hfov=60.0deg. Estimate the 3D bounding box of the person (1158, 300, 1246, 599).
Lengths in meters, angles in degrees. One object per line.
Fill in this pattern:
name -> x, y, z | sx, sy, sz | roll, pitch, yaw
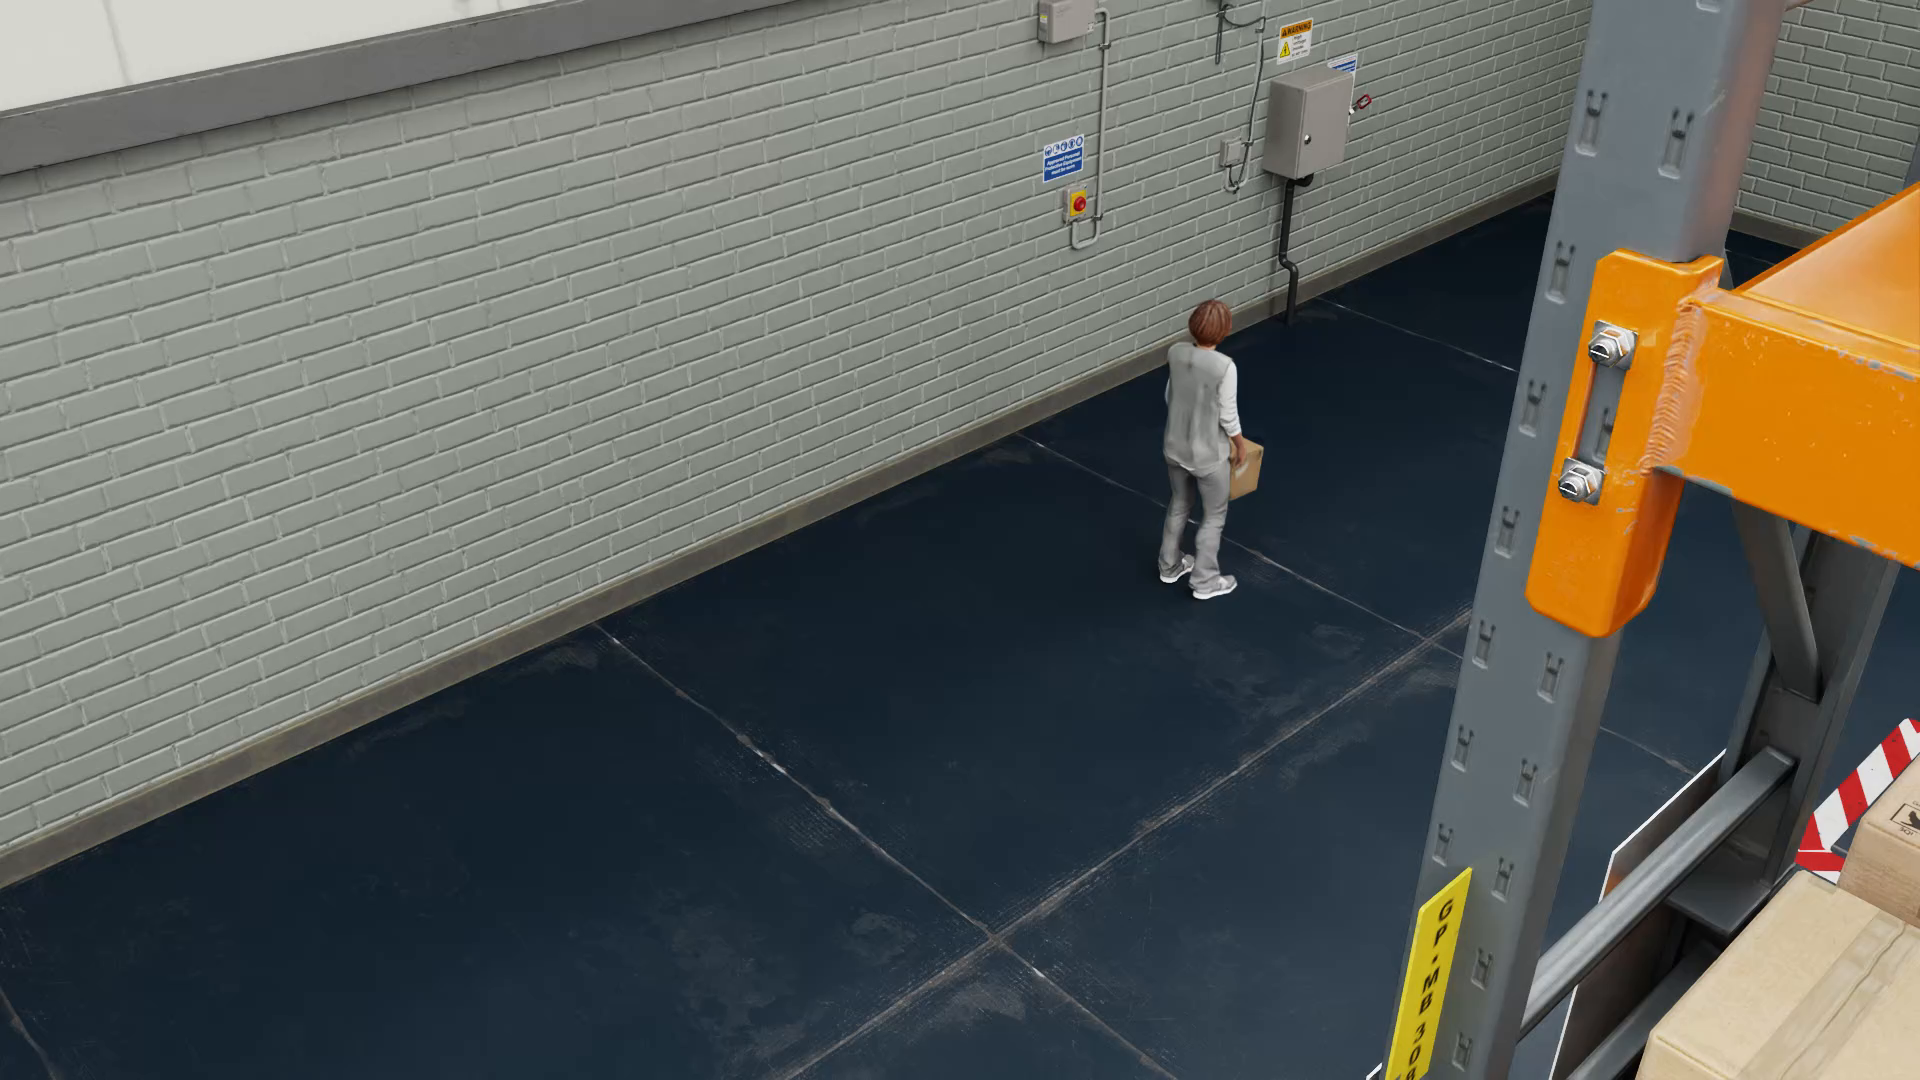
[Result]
person -> 1.205, -0.453, 8.359 | 0.347, 1.600, 0.447 | -27, 41, -36
